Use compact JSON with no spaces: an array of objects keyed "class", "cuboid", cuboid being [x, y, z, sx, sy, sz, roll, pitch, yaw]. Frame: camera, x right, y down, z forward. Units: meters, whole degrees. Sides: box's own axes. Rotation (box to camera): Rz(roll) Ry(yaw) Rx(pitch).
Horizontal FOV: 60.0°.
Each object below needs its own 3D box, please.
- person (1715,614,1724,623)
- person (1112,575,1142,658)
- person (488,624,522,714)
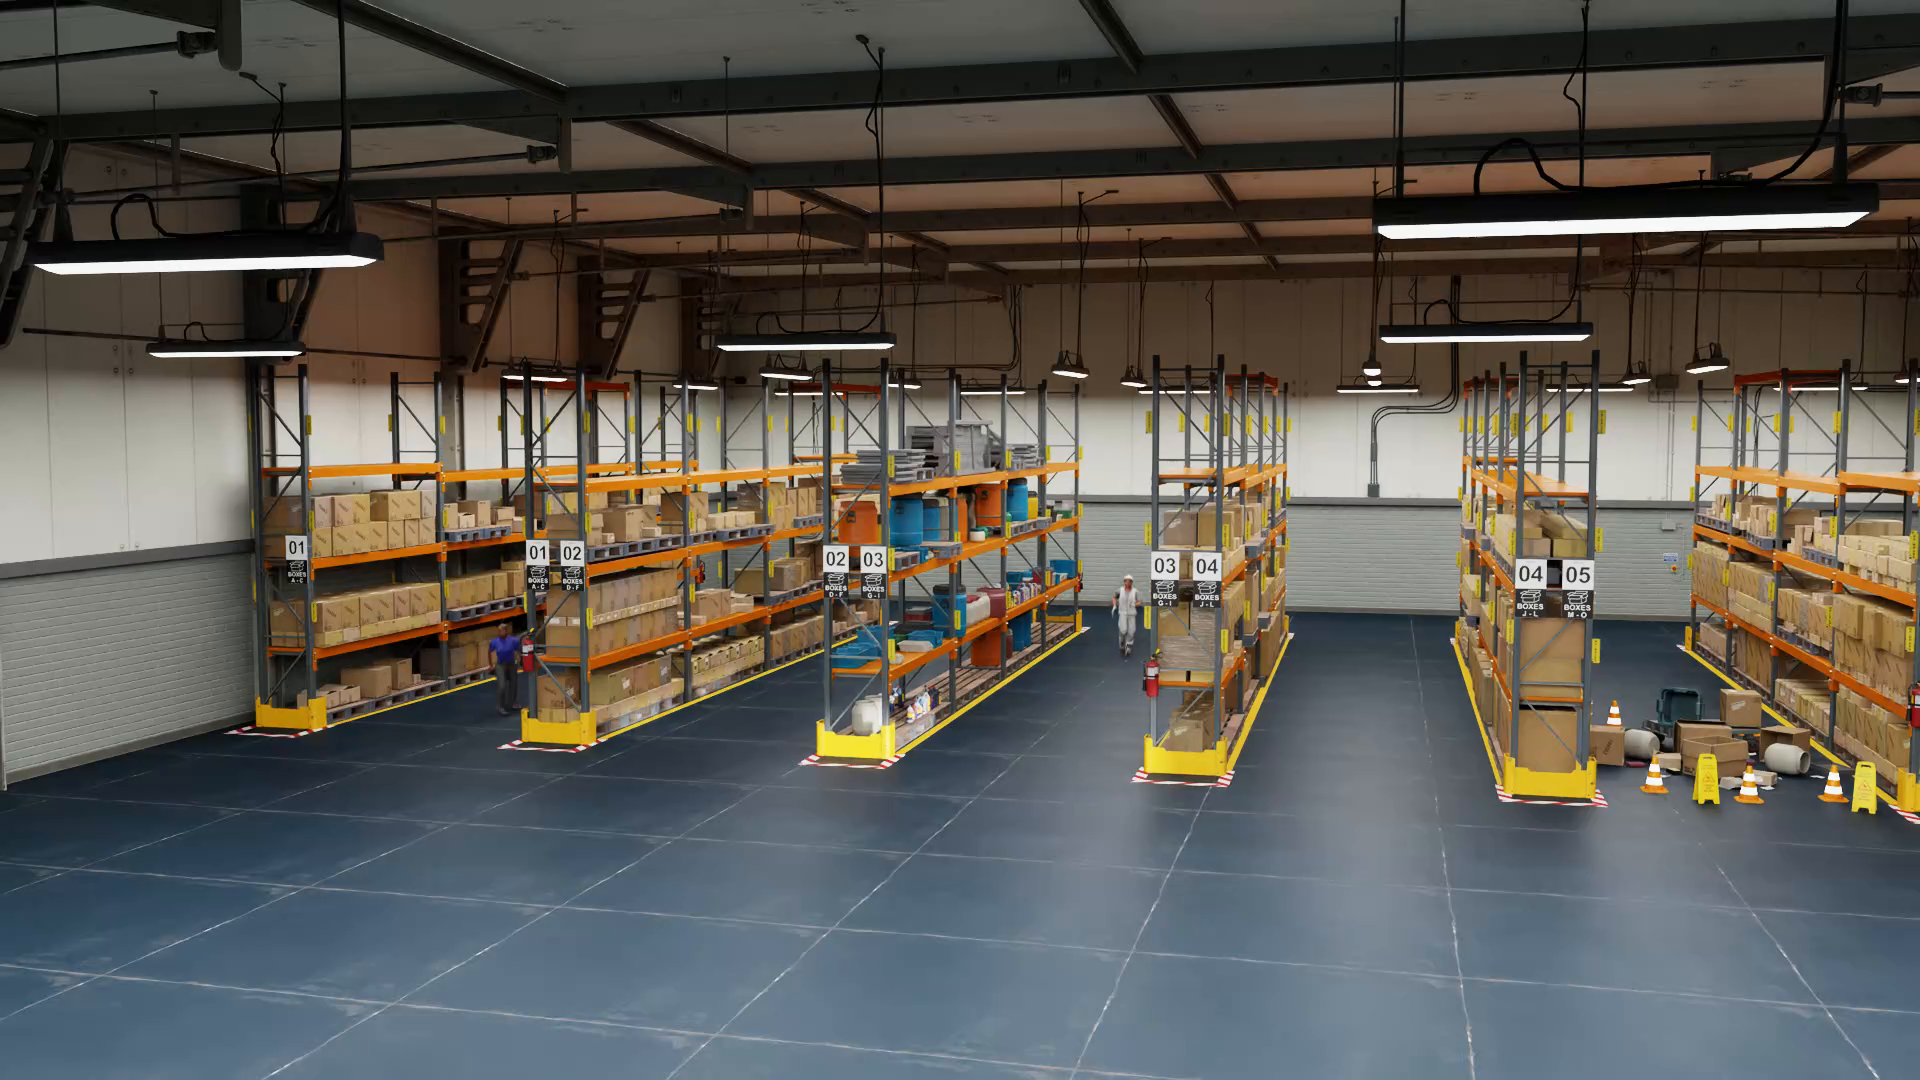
[{"class":"person","cuboid":[17.547,1.501,37.789,0.829,1.826,0.684,1,4,9]},{"class":"person","cuboid":[3.594,1.642,35.780,0.643,1.783,0.701,0,4,2]},{"class":"person","cuboid":[-7.880,2.249,29.013,0.608,1.631,0.817,-3,5,-35]}]
